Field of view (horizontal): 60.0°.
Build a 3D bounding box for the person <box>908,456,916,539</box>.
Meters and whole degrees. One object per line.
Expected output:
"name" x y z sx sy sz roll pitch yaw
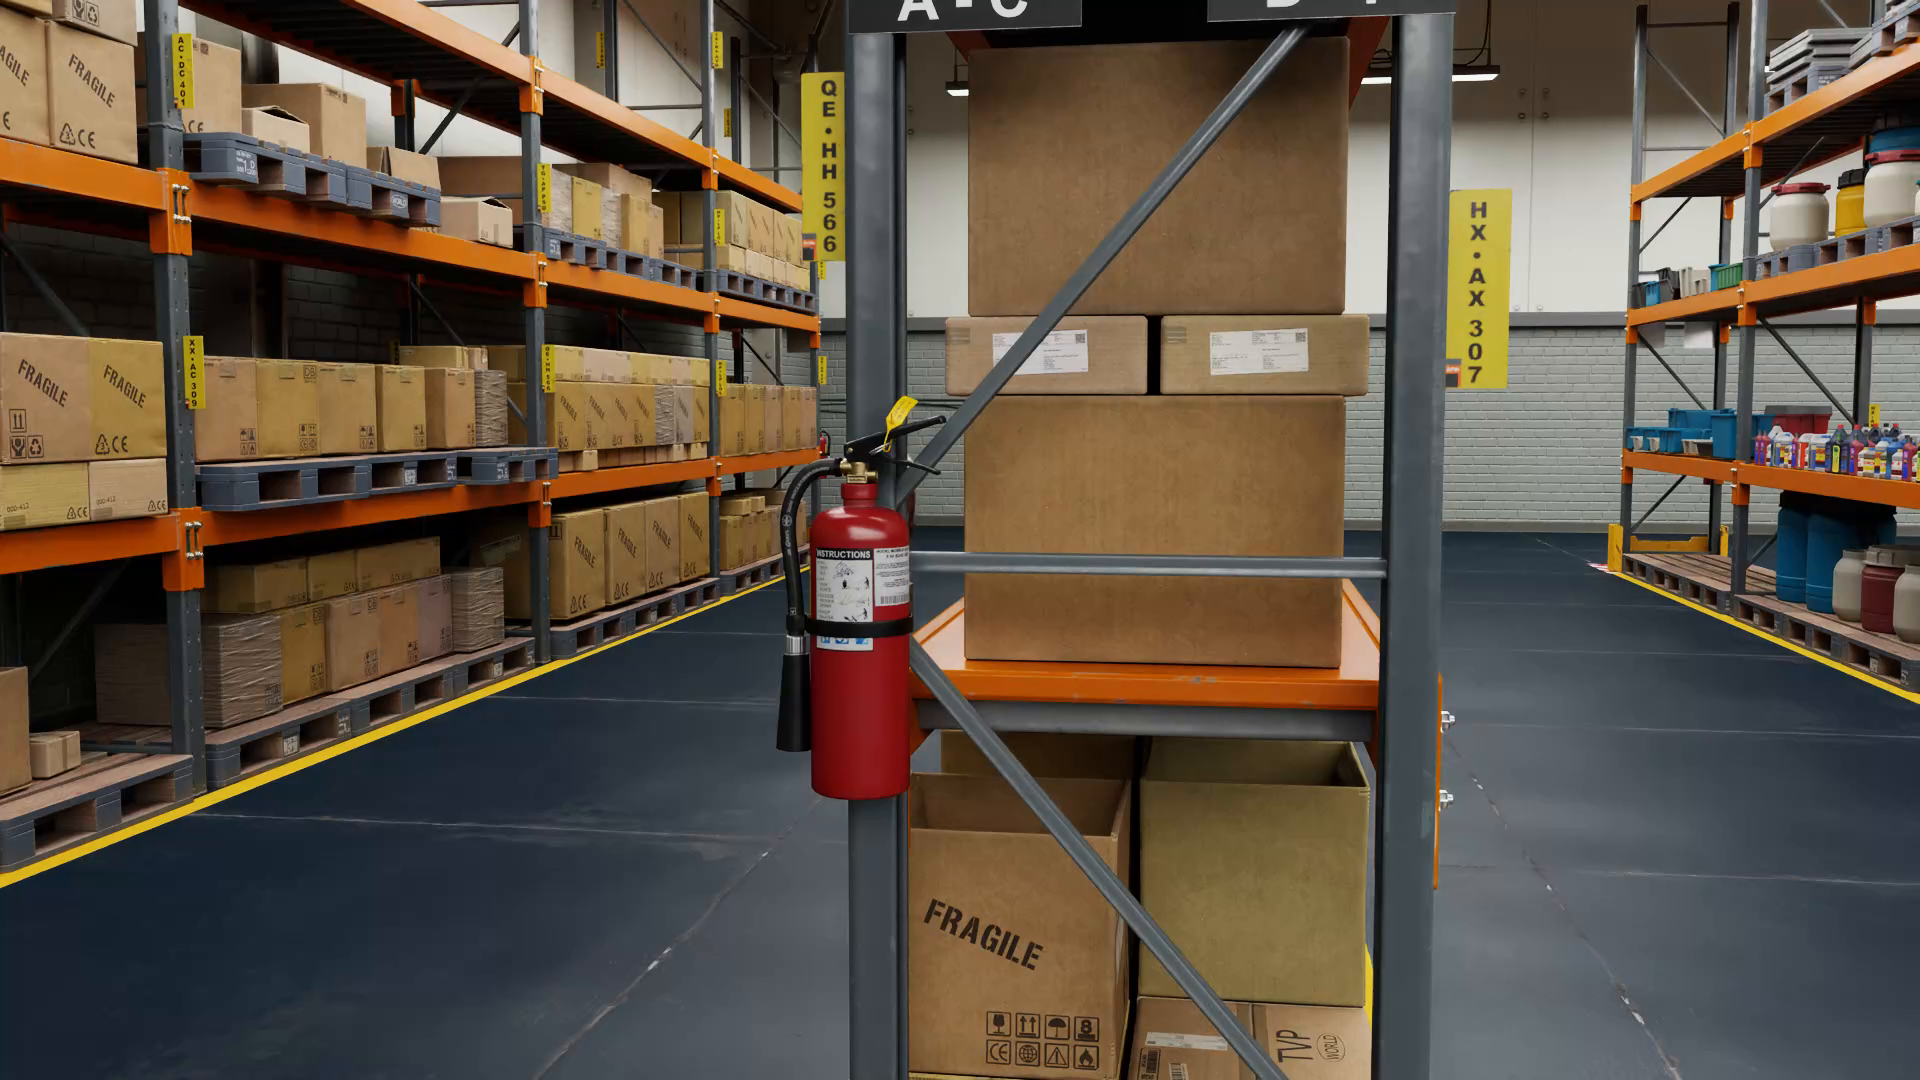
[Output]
"person" -0.622 -0.156 13.963 0.508 1.703 0.528 0 5 0
